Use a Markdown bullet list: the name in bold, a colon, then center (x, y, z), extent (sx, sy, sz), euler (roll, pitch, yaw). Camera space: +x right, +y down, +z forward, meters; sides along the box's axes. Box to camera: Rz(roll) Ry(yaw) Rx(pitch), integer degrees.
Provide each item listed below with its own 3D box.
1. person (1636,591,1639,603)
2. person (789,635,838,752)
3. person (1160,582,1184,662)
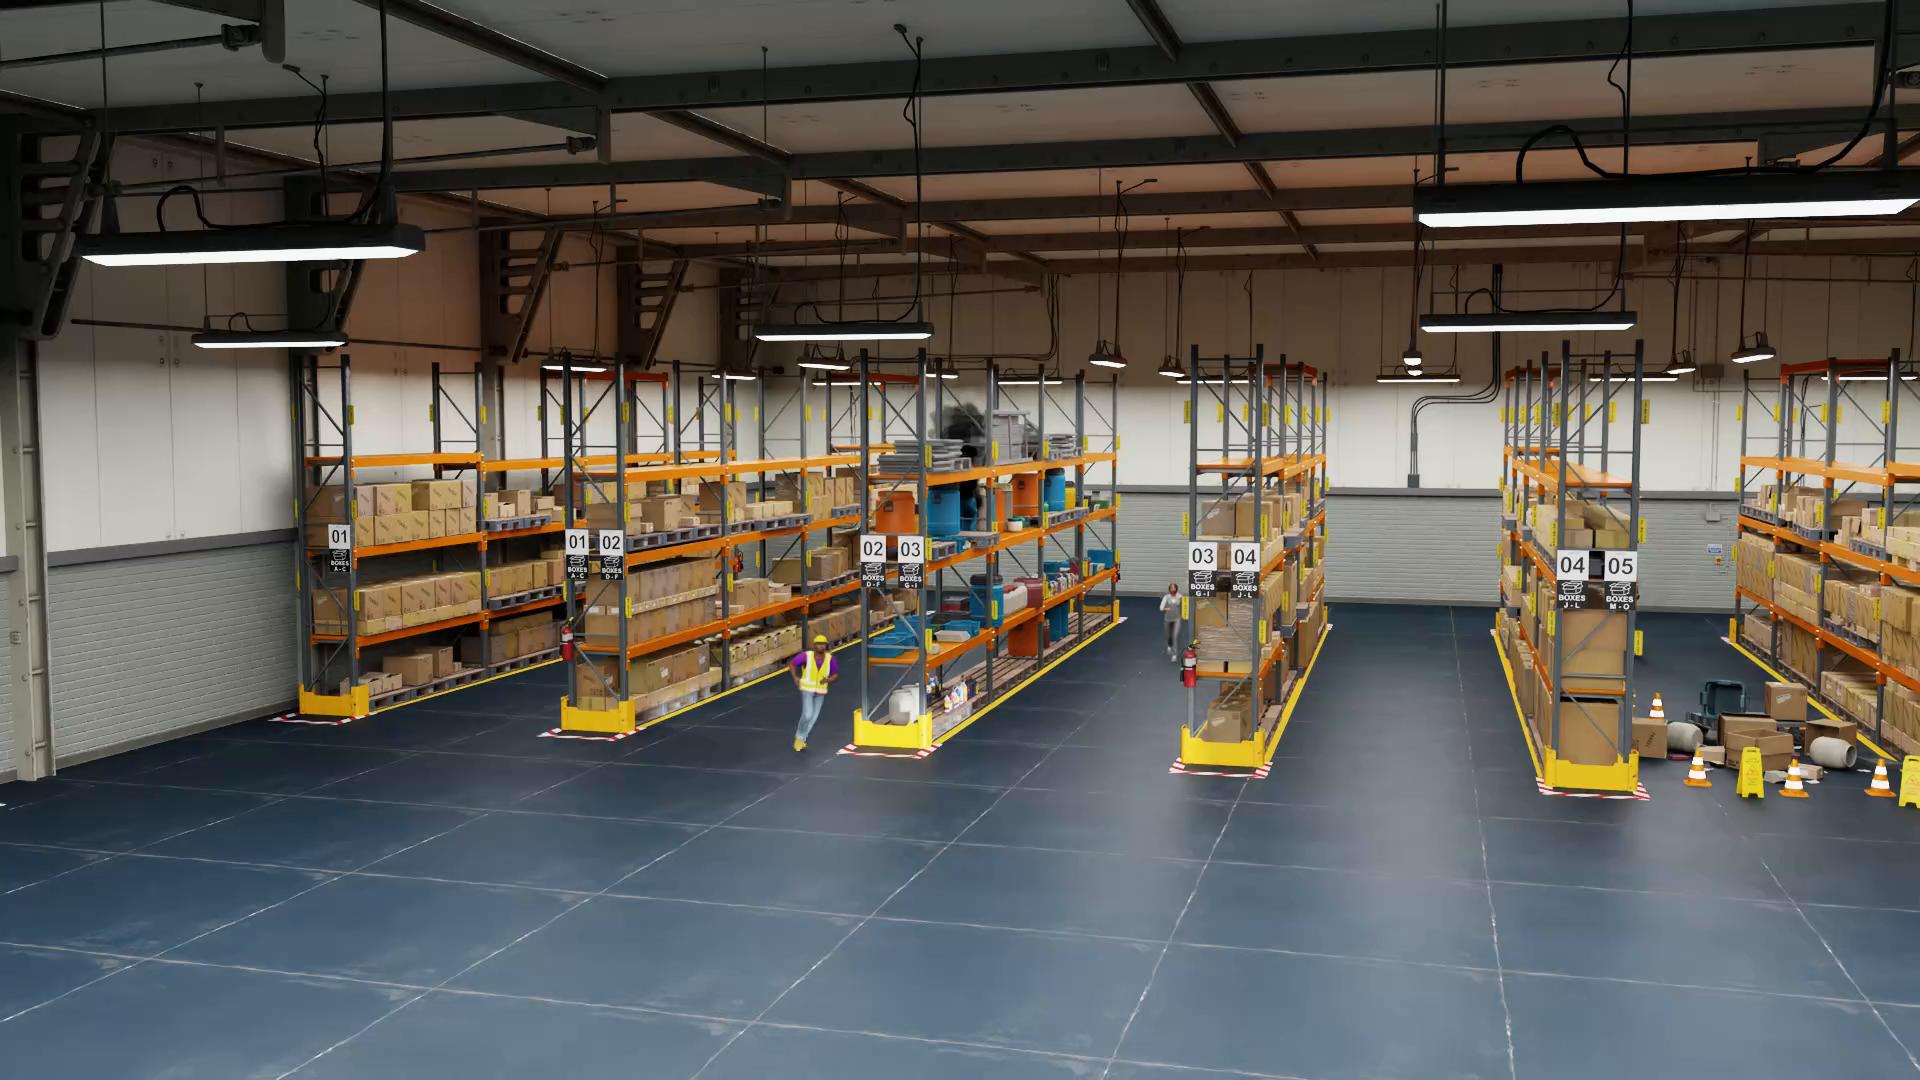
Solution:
- **person**: center (14.054, 1.501, 35.275), extent (0.695, 1.727, 0.672), euler (0, 4, -2)
- **person**: center (-2.166, 2.282, 24.854), extent (0.685, 1.754, 0.630), euler (-2, 5, -22)
- **person**: center (4.350, 1.650, 33.934), extent (0.543, 1.578, 0.882), euler (1, 4, 9)
